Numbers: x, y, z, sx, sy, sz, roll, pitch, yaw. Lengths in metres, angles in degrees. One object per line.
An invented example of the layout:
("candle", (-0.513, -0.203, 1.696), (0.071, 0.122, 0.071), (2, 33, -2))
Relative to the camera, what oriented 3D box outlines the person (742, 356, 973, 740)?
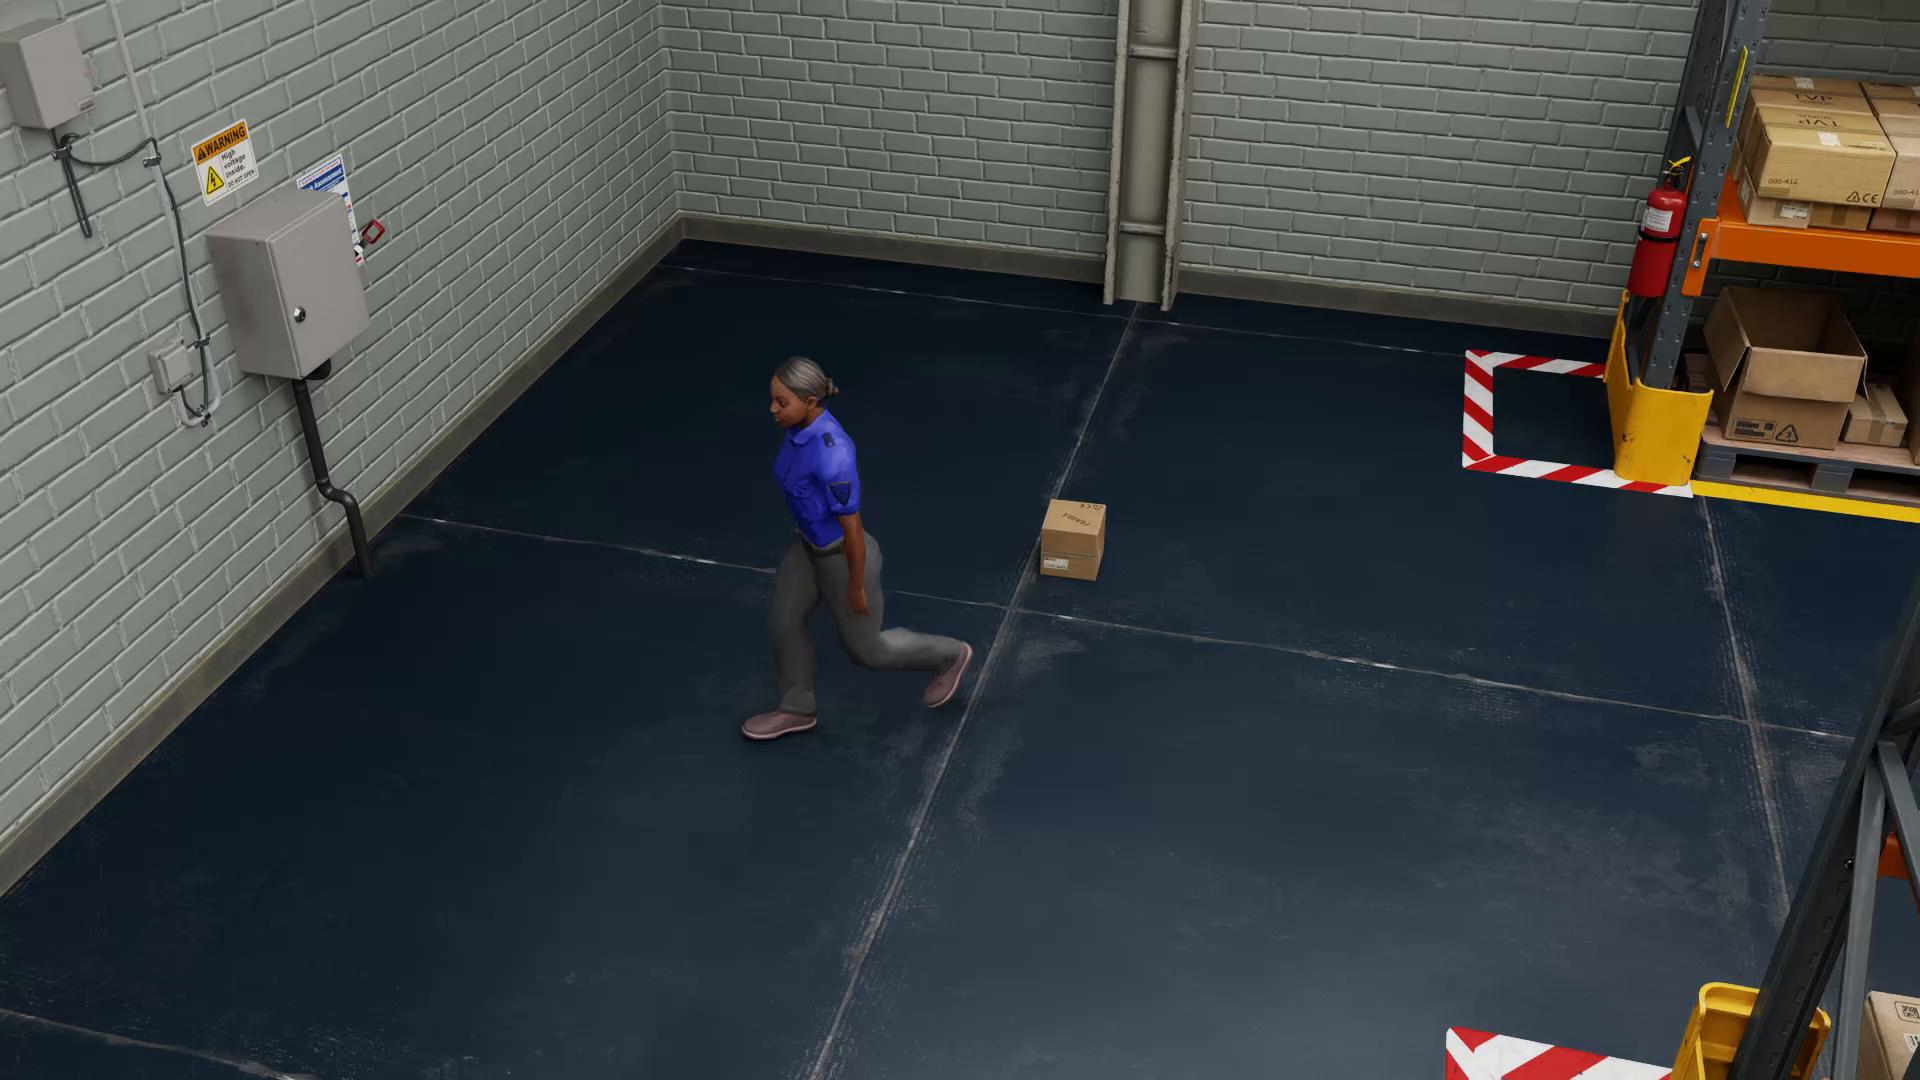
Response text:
("person", (-0.390, 0.035, 6.091), (0.903, 1.607, 0.454), (-15, 36, -22))
